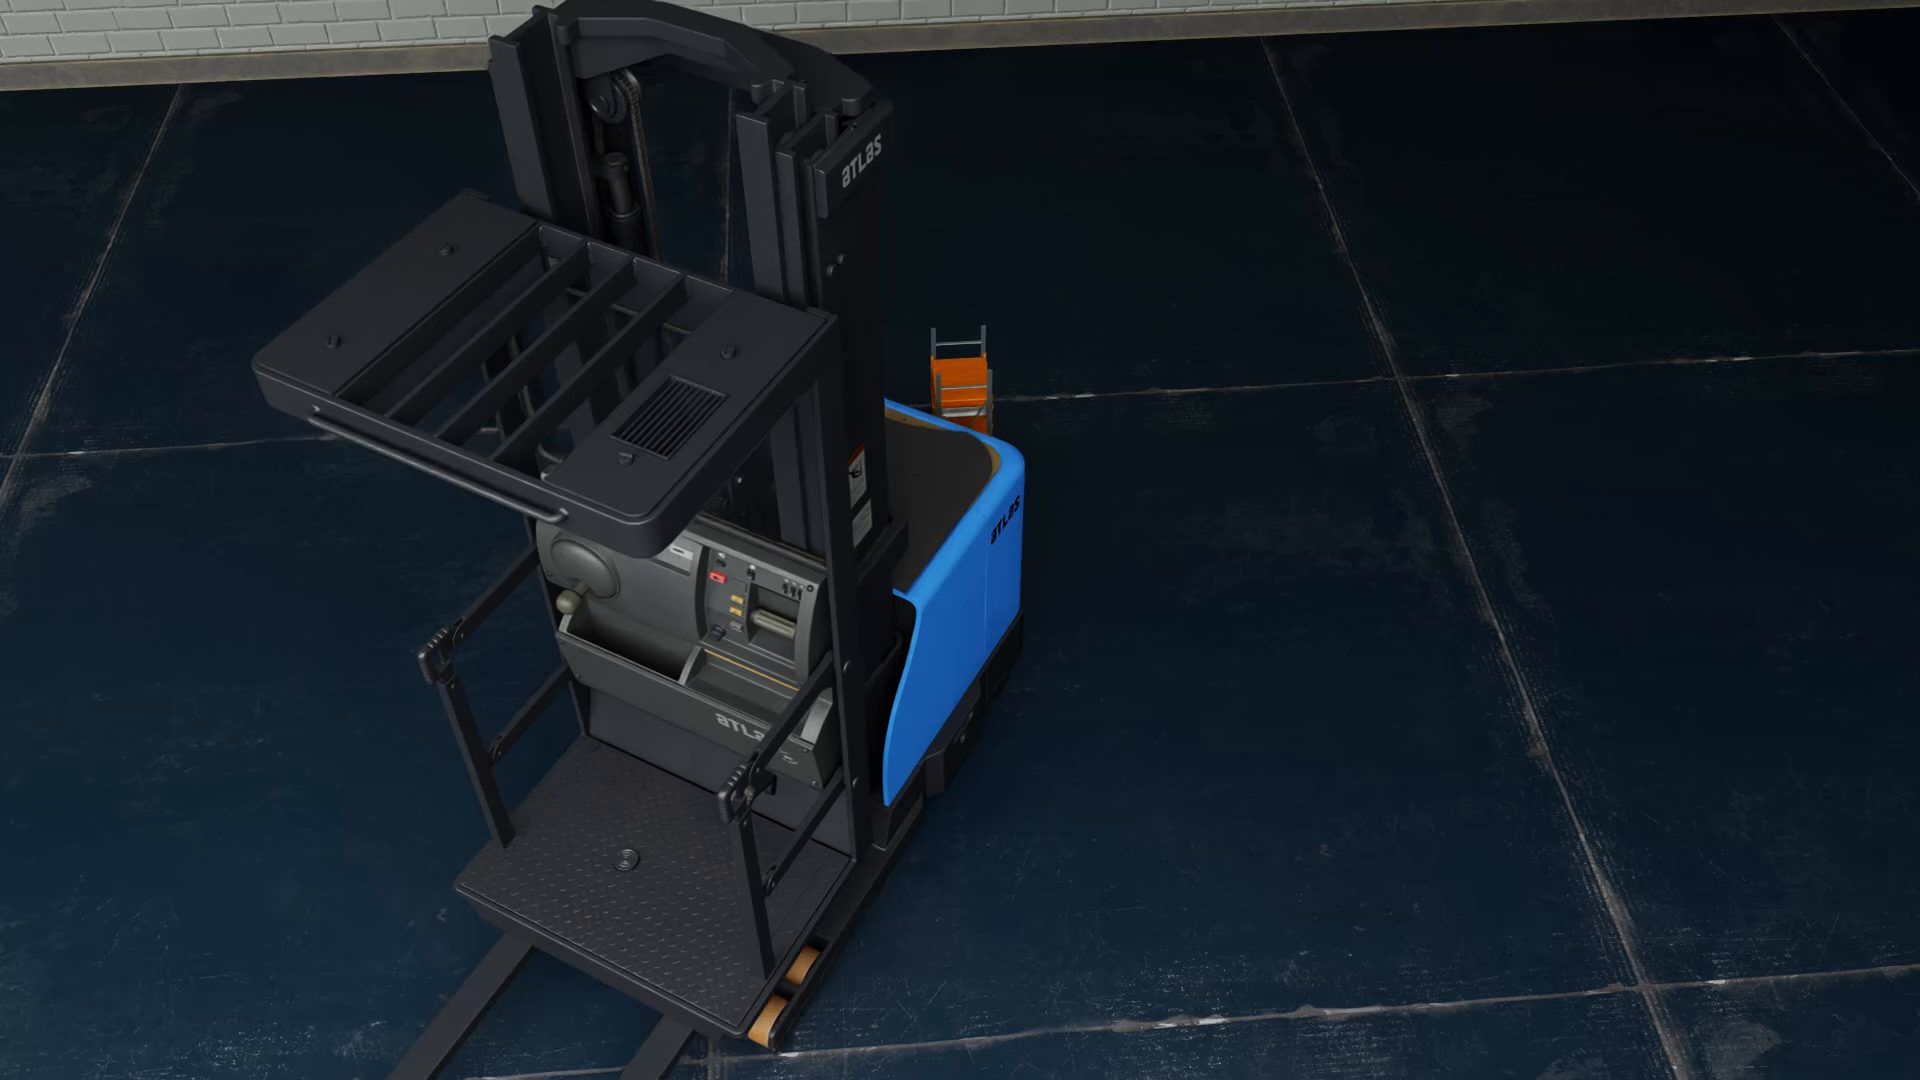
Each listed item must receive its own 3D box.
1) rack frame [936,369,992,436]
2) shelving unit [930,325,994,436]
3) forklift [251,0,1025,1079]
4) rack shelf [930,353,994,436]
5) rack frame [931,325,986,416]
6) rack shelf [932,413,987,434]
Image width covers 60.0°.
[{"bbox_3d":[0.015,-0.234,6.249,0.200,1.050,0.008,-3,47,-3],"label":"rack frame"},{"bbox_3d":[0.004,-0.322,6.332,0.215,1.050,0.252,-3,47,-3],"label":"shelving unit"},{"bbox_3d":[-0.901,0.205,4.538,1.130,2.935,3.031,21,50,19],"label":"forklift"},{"bbox_3d":[0.004,-0.510,6.134,0.215,0.259,0.240,-3,47,-3],"label":"rack shelf"},{"bbox_3d":[-0.006,-0.411,6.416,0.200,1.050,0.008,-3,47,-3],"label":"rack frame"},{"bbox_3d":[0.004,-0.315,6.340,0.215,0.259,0.240,-3,47,-3],"label":"rack shelf"}]
